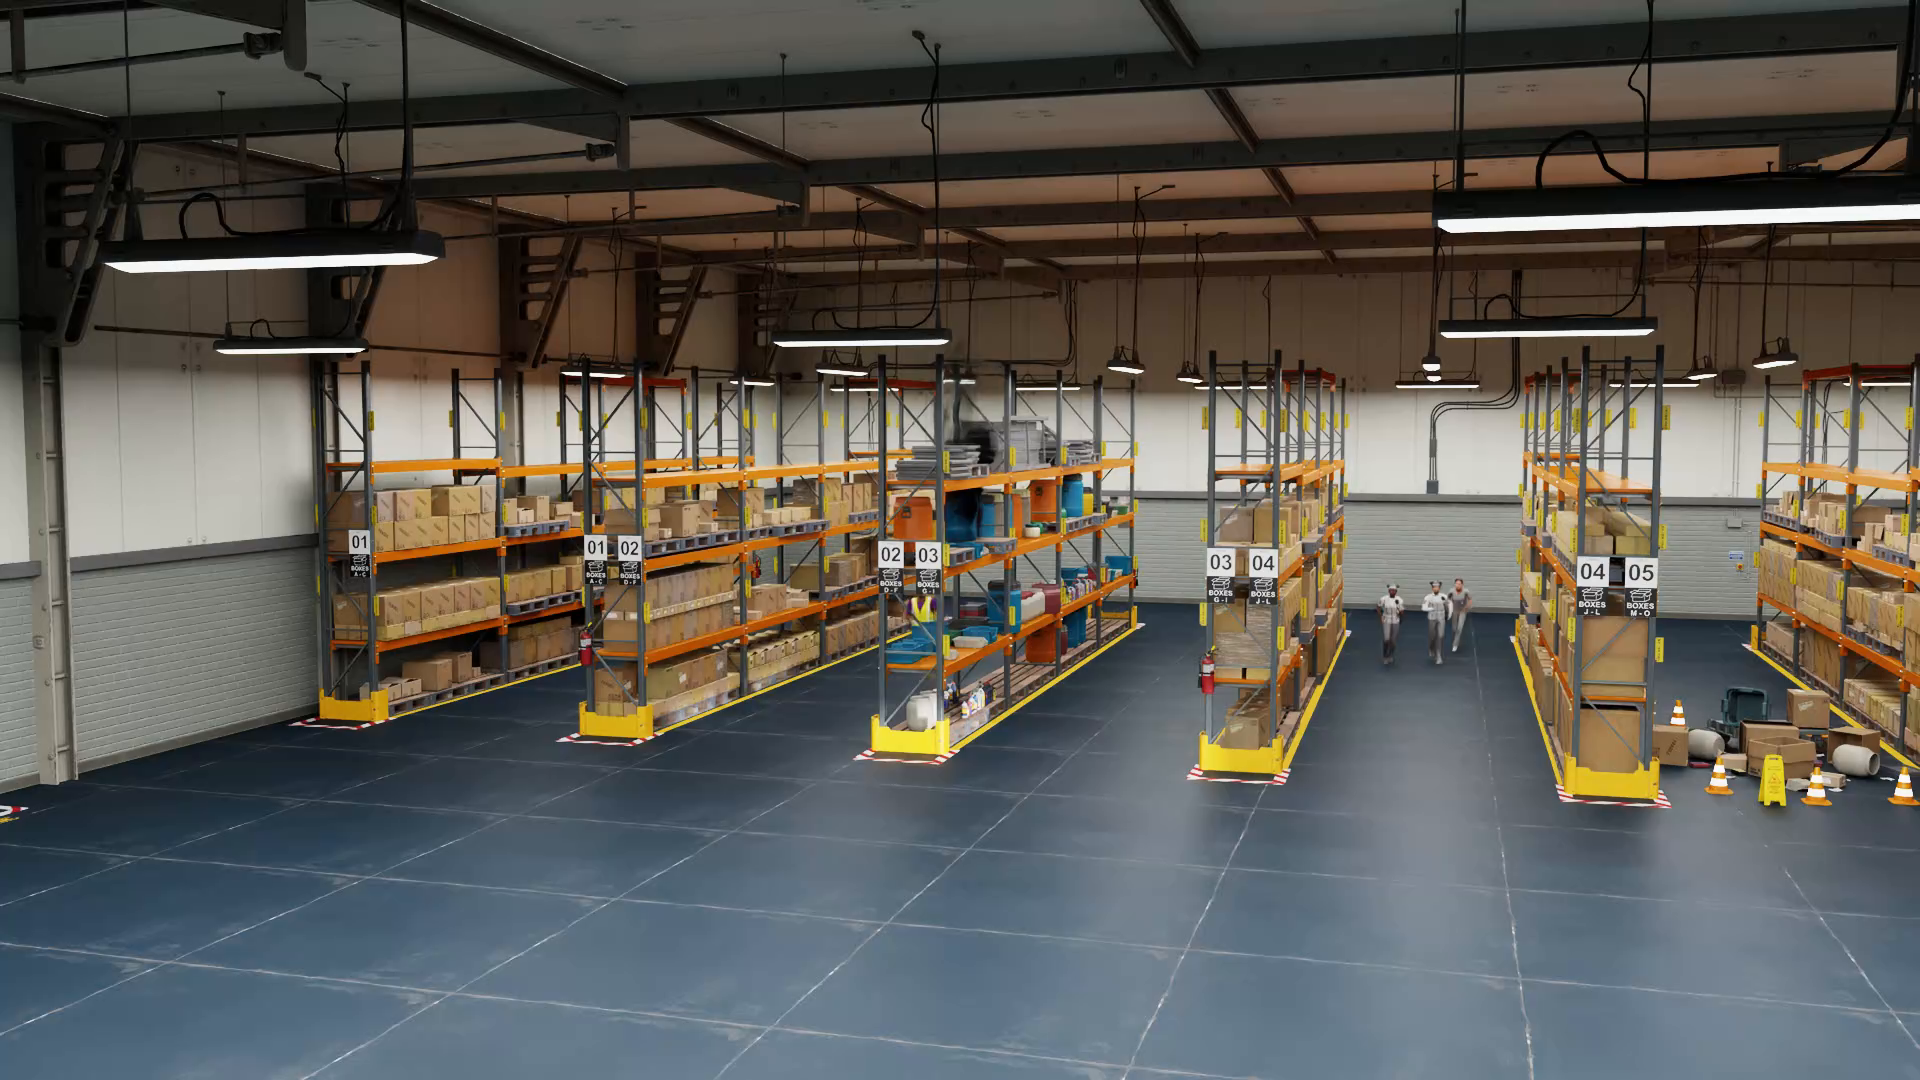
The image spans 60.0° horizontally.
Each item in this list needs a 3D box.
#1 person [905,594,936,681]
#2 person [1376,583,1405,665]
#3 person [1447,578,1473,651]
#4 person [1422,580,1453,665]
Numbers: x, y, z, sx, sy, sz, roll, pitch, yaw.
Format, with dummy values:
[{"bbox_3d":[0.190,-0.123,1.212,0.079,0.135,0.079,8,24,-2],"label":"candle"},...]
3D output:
[{"bbox_3d":[-0.706,1.708,31.167,0.672,1.813,0.764,1,4,18],"label":"person"},{"bbox_3d":[8.849,1.736,34.150,0.549,1.700,0.695,1,4,8],"label":"person"},{"bbox_3d":[10.966,1.616,36.520,0.557,1.609,0.795,1,4,16],"label":"person"},{"bbox_3d":[9.935,1.690,34.622,0.620,1.713,0.863,1,4,16],"label":"person"}]
